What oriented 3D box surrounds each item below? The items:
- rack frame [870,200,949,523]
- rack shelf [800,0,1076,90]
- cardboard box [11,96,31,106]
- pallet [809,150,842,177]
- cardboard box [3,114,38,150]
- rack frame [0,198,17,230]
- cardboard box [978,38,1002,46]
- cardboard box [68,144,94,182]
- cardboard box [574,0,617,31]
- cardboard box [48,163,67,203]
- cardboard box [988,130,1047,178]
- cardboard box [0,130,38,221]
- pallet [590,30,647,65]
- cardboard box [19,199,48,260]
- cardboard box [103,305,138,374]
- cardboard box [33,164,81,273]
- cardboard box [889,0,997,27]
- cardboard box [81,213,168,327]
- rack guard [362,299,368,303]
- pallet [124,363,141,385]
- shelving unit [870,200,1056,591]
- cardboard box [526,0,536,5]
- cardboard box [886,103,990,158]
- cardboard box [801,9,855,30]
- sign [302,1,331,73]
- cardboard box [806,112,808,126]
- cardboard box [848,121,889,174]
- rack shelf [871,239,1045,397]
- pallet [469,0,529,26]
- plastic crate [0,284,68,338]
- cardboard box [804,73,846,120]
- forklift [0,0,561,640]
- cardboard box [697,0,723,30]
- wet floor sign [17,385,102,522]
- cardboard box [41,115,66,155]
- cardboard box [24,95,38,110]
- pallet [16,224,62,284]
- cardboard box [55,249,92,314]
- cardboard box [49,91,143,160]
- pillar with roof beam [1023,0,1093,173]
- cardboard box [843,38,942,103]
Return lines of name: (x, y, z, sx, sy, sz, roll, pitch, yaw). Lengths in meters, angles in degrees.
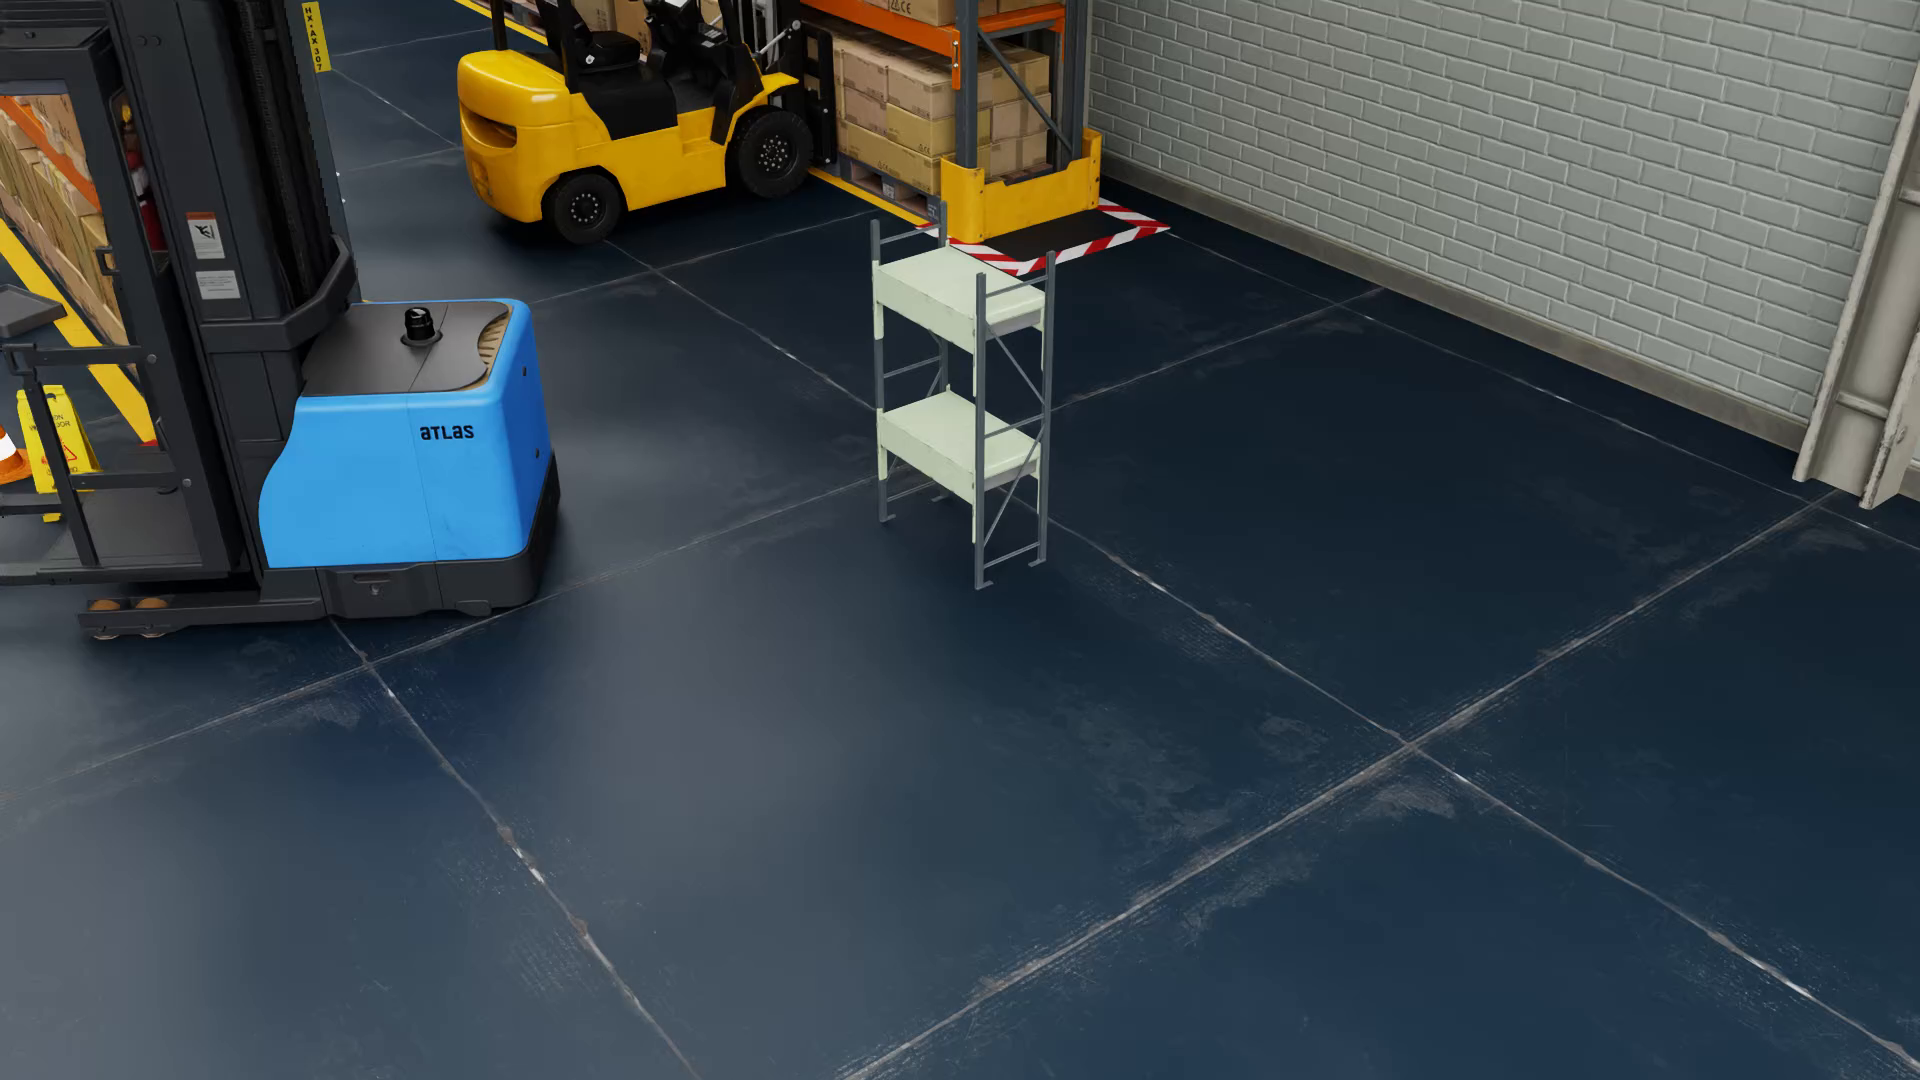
rack frame: (-0.220, -0.787, 7.595, 0.400, 1.500, 0.023, -22, 38, -31)
rack shelf: (-0.827, -3.996, 12.023, 1.077, 0.370, 4.000, -22, 38, -31)
cardboard box: (-5.079, -2.554, 9.257, 0.380, 0.149, 0.250, -22, 38, -32)
pallet: (-0.846, -3.097, 12.536, 1.003, 0.211, 1.213, -22, 38, -31)
cardboard box: (-5.310, -2.402, 9.658, 0.380, 0.149, 0.250, -20, 37, -29)
rack frame: (-5.972, -3.528, 10.587, 1.000, 3.000, 0.127, -22, 38, -31)
cardboard box: (-0.055, -3.372, 11.596, 0.500, 0.250, 0.500, -22, 38, -31)
cardboard box: (-4.160, -1.910, 8.221, 0.380, 0.149, 0.250, -23, 38, -32)
cardboard box: (-2.852, -4.844, 14.560, 0.875, 0.625, 0.625, -23, 38, -32)
cardboard box: (-4.646, -1.952, 8.932, 0.380, 0.149, 0.250, -22, 38, -31)
cardboard box: (0.253, -2.746, 11.537, 0.500, 0.250, 0.500, -22, 38, -31)
cardboard box: (-5.486, -2.304, 10.114, 0.500, 0.500, 0.500, -21, 37, -30)
pallet: (-2.536, -4.245, 14.385, 1.003, 0.211, 1.213, -22, 38, -31)
cardboard box: (-5.487, -1.986, 10.312, 0.500, 0.250, 0.500, -20, 37, -29)
cardboard box: (-4.242, -1.131, 8.936, 0.500, 0.250, 0.500, -22, 38, -32)
cardboard box: (-4.843, -1.868, 9.412, 0.500, 0.500, 0.500, -23, 39, -32)
cardboard box: (-0.110, -3.631, 10.658, 0.500, 0.500, 0.500, -23, 39, -32)
cardboard box: (-4.216, -1.439, 8.721, 0.500, 0.500, 0.500, -22, 38, -31)
rack guard: (-3.566, -0.830, 8.613, 1.175, 0.500, 0.348, -22, 38, -31)
pallet: (-4.036, -1.058, 9.253, 1.003, 0.211, 1.213, -22, 38, -31)
shelving unit: (0.004, -0.634, 7.350, 0.431, 1.500, 0.755, -22, 38, -31)
cardboard box: (-3.728, -5.438, 15.515, 0.875, 0.625, 0.625, -21, 37, -30)
cardboard box: (-0.146, -2.792, 11.137, 0.500, 0.250, 0.500, -23, 38, -32)
cardboard box: (-1.069, -3.626, 12.005, 0.500, 0.250, 0.500, -23, 39, -32)
sign: (-3.091, -2.404, 7.957, 0.100, 0.325, 0.005, -22, 38, -31)
cardboard box: (-1.072, -3.203, 12.272, 0.500, 0.250, 0.500, -21, 38, -30)
cardboard box: (-0.436, -2.782, 11.595, 0.500, 0.250, 0.500, -22, 38, -31)
rack shelf: (0.004, -0.966, 7.144, 0.431, 0.370, 0.720, -22, 38, -31)
pallet: (-4.032, -5.262, 16.022, 1.003, 0.211, 1.213, -22, 38, -31)
plastic crate: (-5.657, -1.368, 9.876, 0.583, 0.080, 0.402, 18, 36, 27)
cardboard box: (-0.778, -3.213, 11.815, 0.500, 0.250, 0.500, -23, 39, -32)
forklift: (-3.388, -1.113, 6.763, 3.031, 2.935, 1.130, -2, 32, -4)
cardboard box: (-1.699, -4.051, 12.689, 0.500, 0.250, 0.500, -22, 38, -31)
wet floor sign: (-4.248, -0.435, 7.839, 0.267, 0.644, 0.232, -10, 33, -15)
cardboard box: (-4.482, -2.121, 8.561, 0.380, 0.149, 0.250, -22, 38, -31)
cardboard box: (-4.677, -2.586, 8.694, 0.500, 0.500, 0.500, -22, 38, -32)
pallet: (-5.532, -2.075, 10.890, 1.003, 0.211, 1.213, -22, 38, -31)
cardboard box: (-4.864, -1.555, 9.619, 0.500, 0.250, 0.500, -24, 39, -33)
cardboard box: (-4.070, -2.166, 8.018, 0.500, 0.500, 0.500, -23, 39, -32)
pillar with roof beam: (-2.716, -5.205, 7.602, 9.100, 9.000, 0.400, -22, 38, -31)
cardboard box: (-0.447, -3.205, 11.328, 0.500, 0.250, 0.500, -22, 38, -31)
